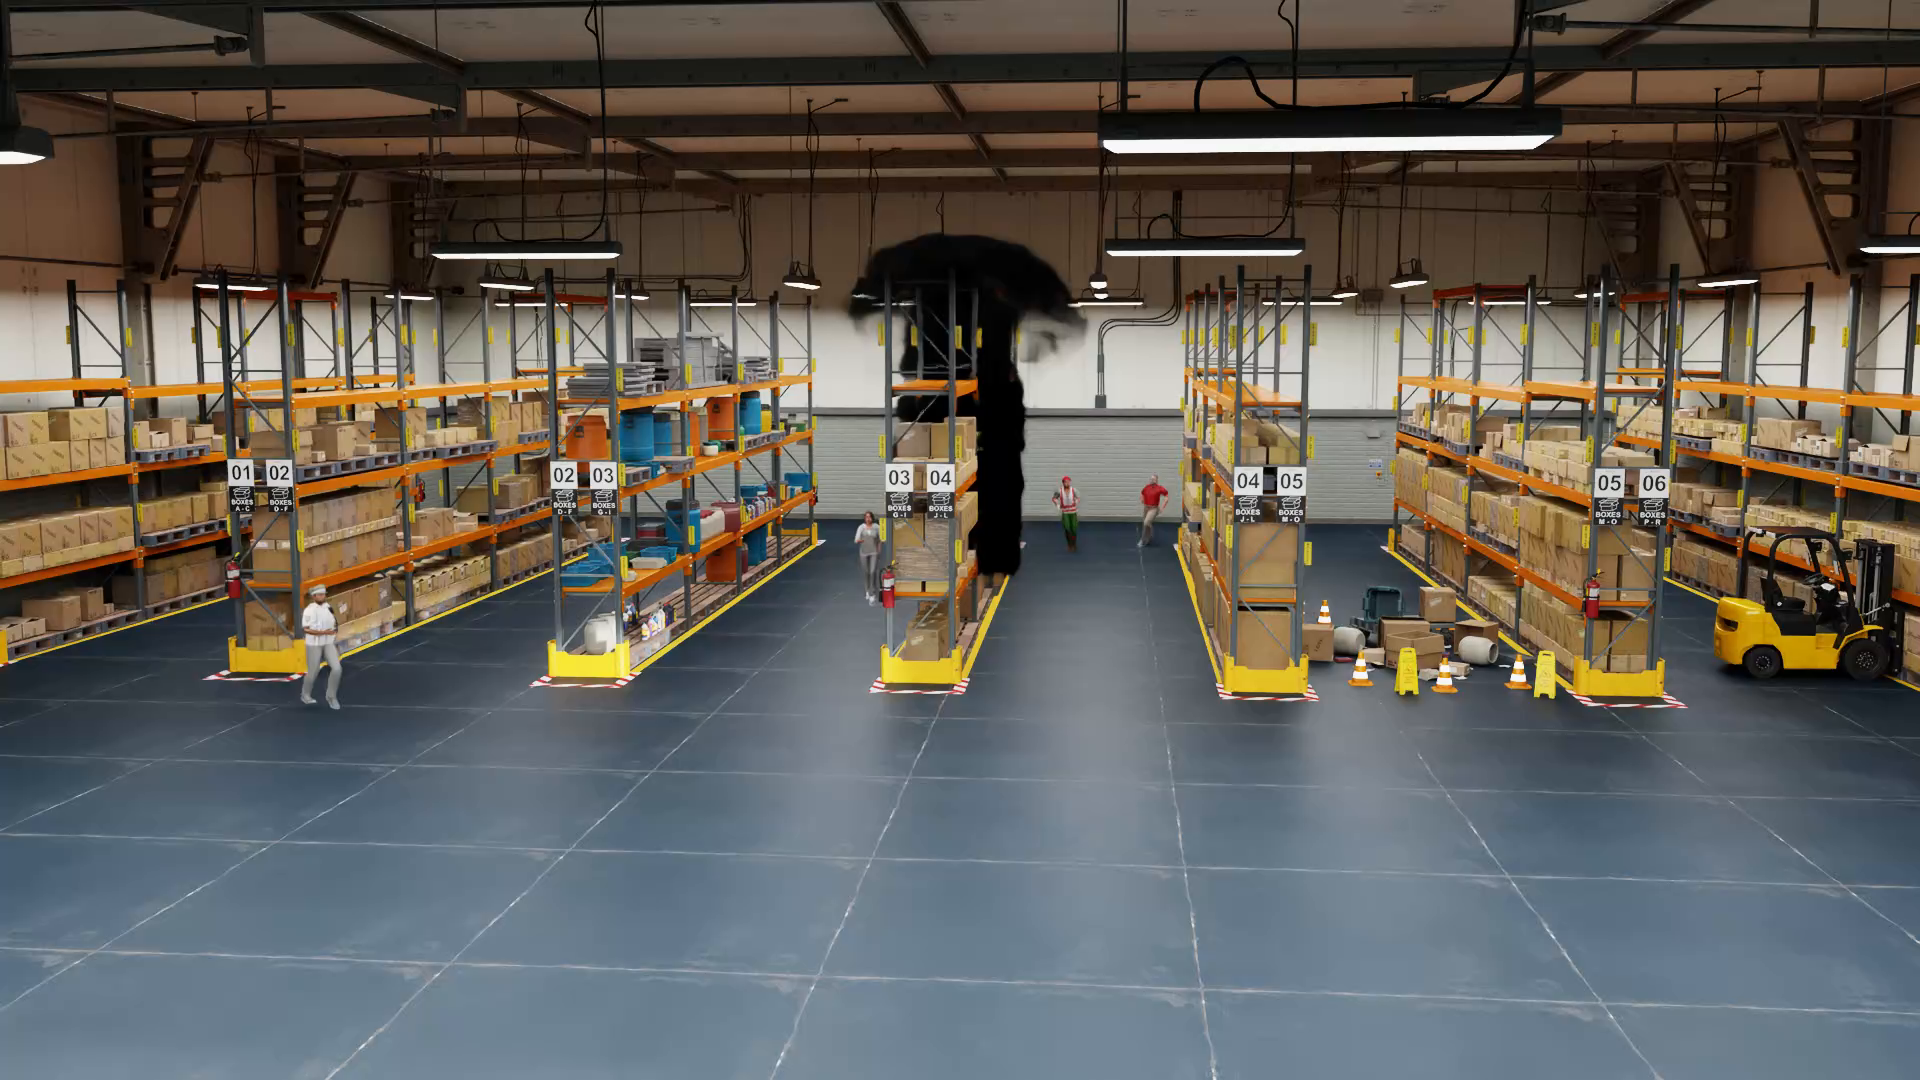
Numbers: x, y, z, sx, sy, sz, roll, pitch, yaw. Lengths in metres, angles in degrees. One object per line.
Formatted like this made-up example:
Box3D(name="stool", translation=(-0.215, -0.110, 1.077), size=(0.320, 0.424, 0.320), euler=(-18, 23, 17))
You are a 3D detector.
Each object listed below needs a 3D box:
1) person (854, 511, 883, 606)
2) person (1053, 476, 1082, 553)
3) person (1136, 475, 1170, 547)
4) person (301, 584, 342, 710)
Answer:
Box3D(name="person", translation=(-1.620, 0.305, 29.684), size=(0.520, 1.656, 0.671), euler=(0, 7, 3))
Box3D(name="person", translation=(2.528, -0.593, 38.956), size=(0.653, 1.812, 0.712), euler=(-1, 7, -7))
Box3D(name="person", translation=(4.605, -0.694, 40.041), size=(0.743, 1.757, 0.853), euler=(7, 10, 44))
Box3D(name="person", translation=(-8.631, 1.456, 22.464), size=(0.744, 1.764, 0.589), euler=(4, 8, 32))
